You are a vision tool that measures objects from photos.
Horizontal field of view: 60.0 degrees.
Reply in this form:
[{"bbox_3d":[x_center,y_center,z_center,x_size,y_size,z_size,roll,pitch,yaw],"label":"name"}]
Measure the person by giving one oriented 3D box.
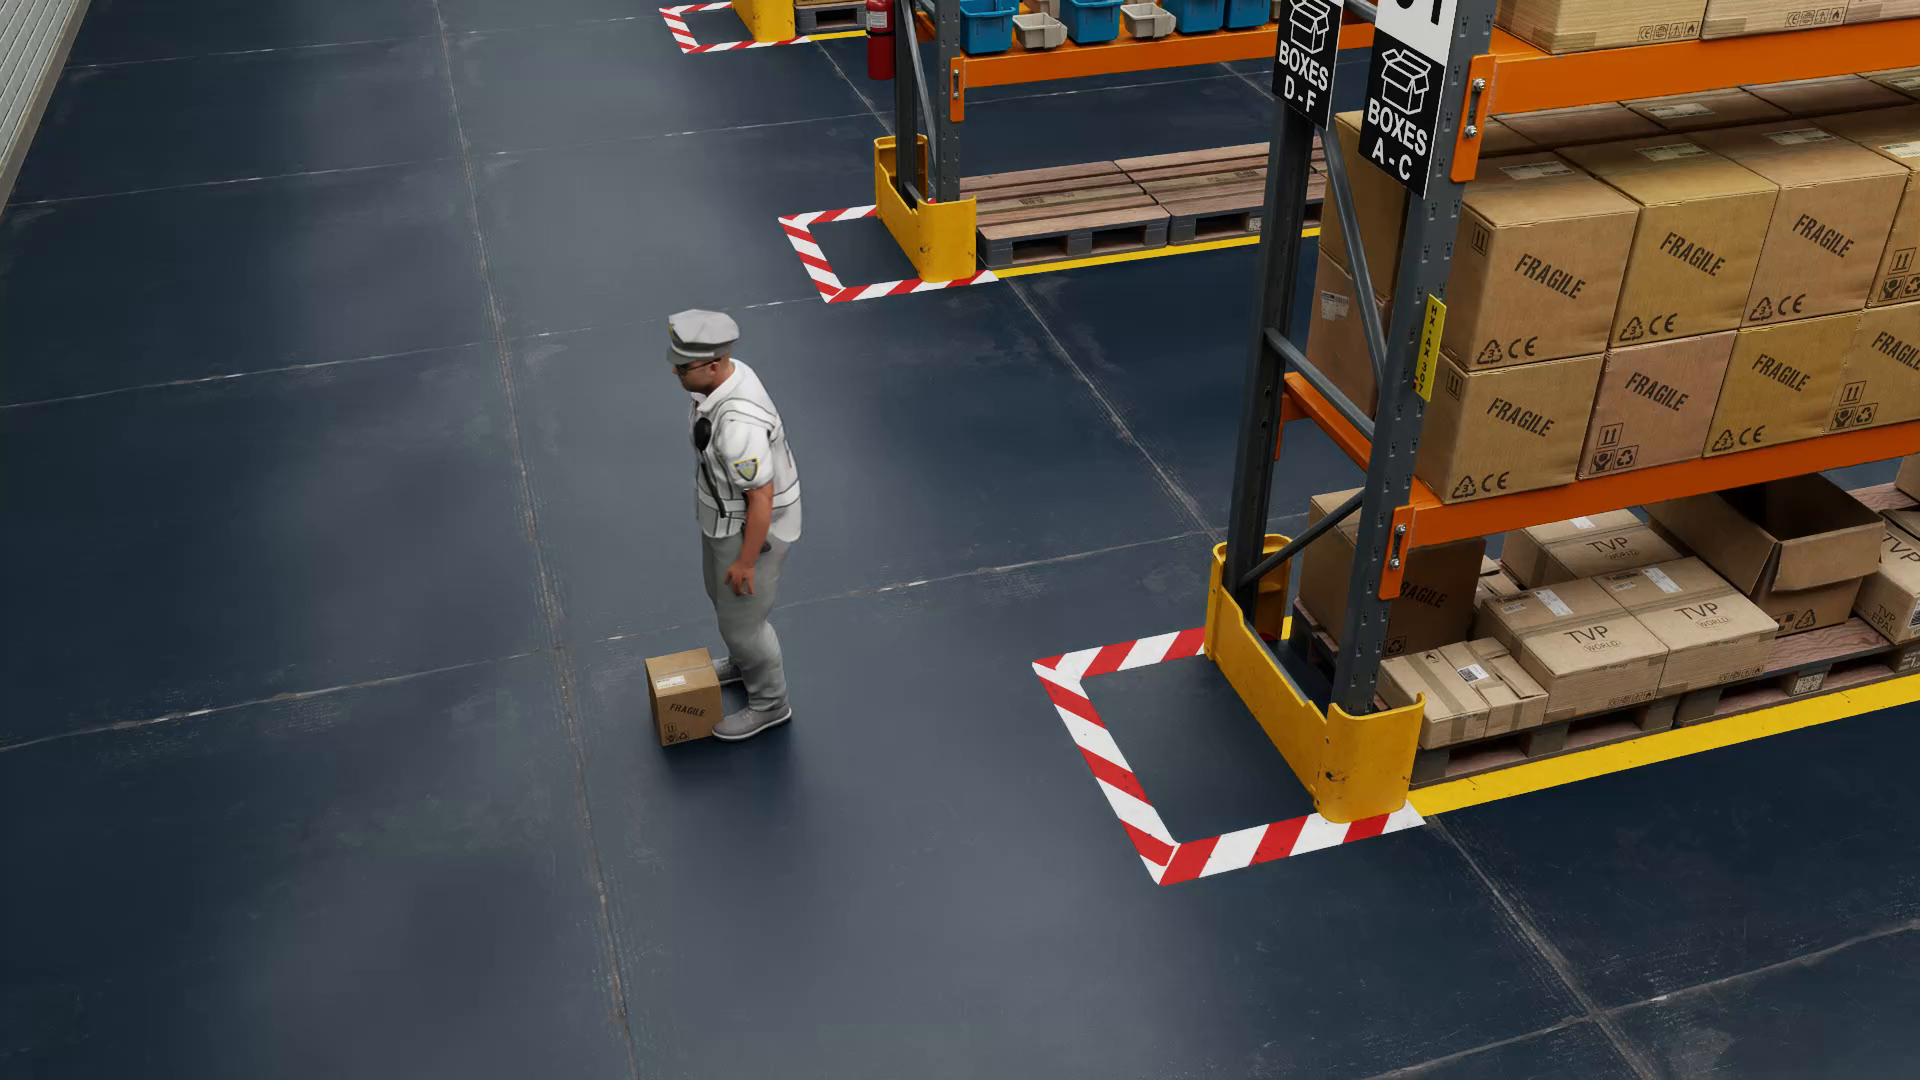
[{"bbox_3d":[-0.821,-0.061,6.224,0.427,1.750,0.603,-11,35,-17],"label":"person"}]
